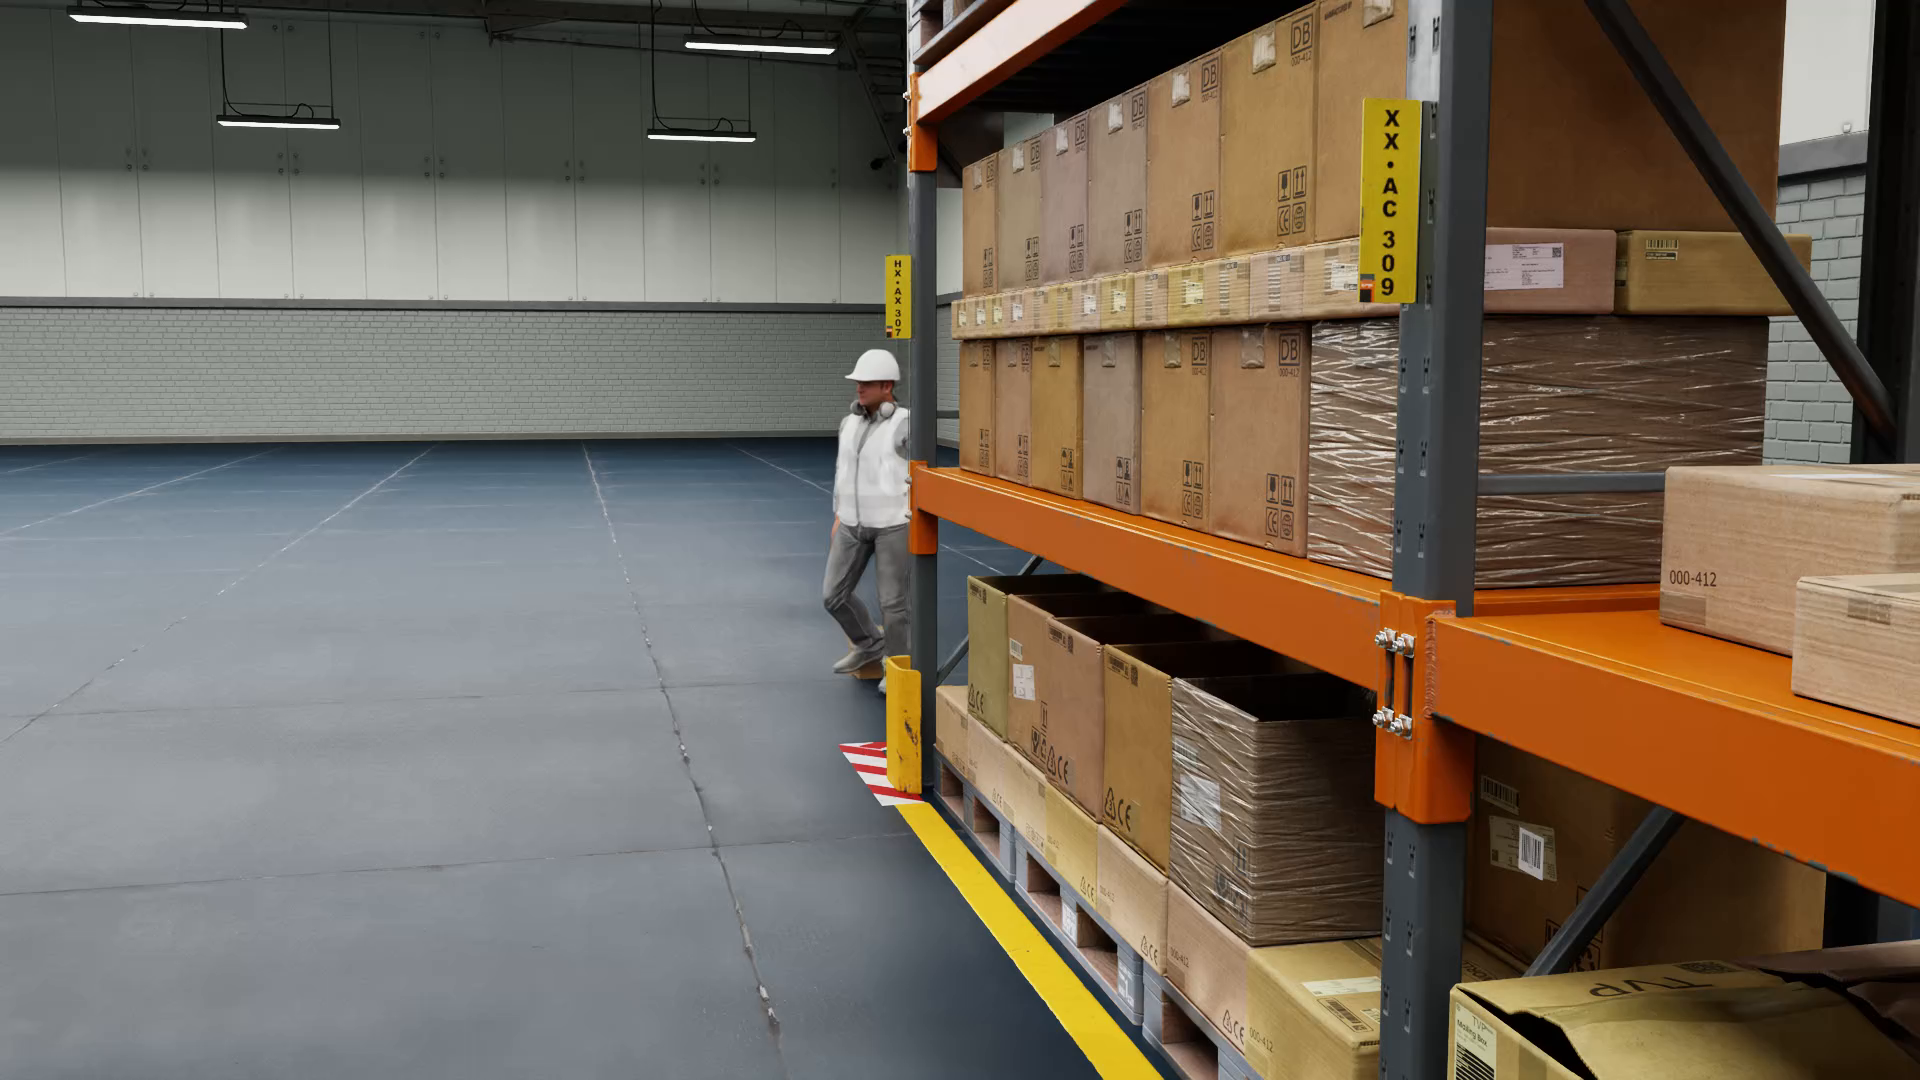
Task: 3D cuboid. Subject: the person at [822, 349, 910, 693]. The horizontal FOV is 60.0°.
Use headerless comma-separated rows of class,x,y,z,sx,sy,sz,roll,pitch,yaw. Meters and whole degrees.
person,-0.440,-0.097,8.583,0.663,1.760,0.496,4,7,32
